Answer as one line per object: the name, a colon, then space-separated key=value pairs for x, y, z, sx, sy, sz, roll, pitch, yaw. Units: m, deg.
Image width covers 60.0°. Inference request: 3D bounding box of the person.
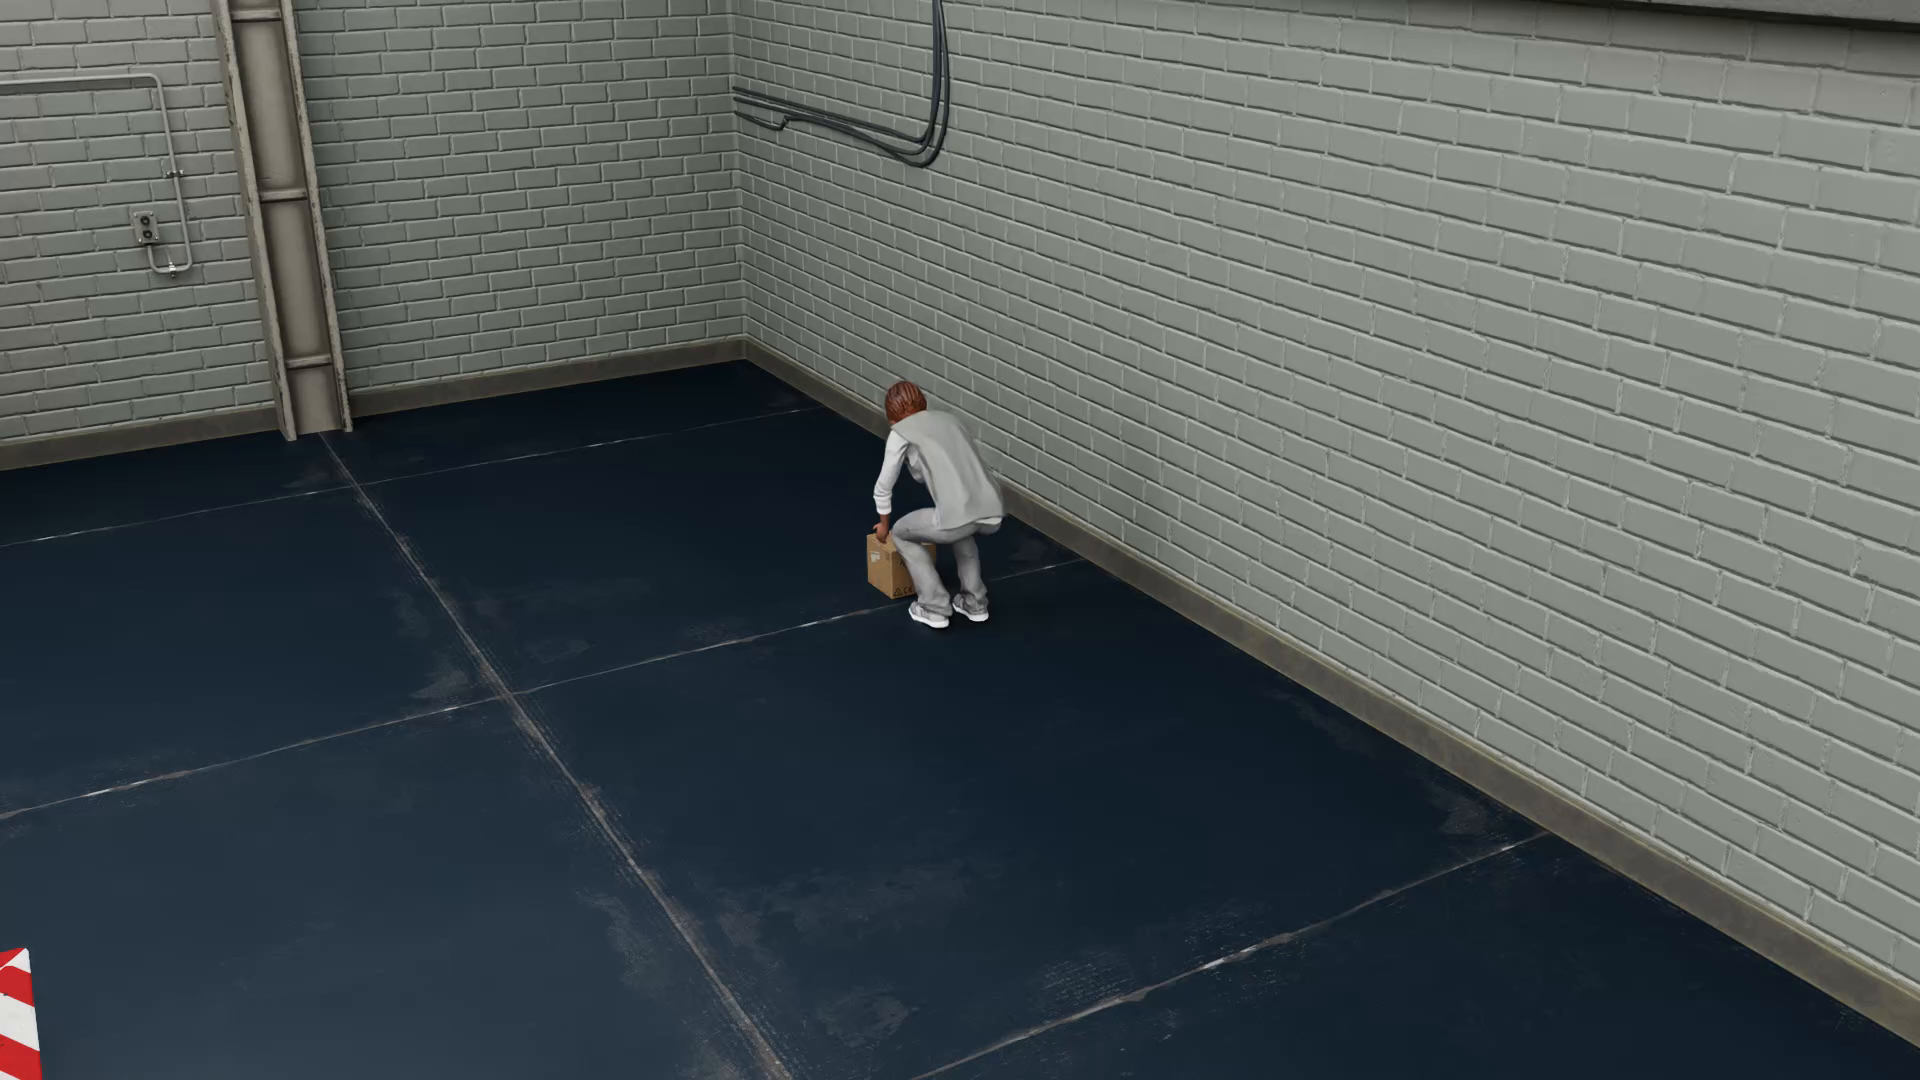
person: x=-0.108 y=-0.135 z=7.653 sx=0.461 sy=1.061 sz=0.754 roll=-13 pitch=25 yaw=-28
